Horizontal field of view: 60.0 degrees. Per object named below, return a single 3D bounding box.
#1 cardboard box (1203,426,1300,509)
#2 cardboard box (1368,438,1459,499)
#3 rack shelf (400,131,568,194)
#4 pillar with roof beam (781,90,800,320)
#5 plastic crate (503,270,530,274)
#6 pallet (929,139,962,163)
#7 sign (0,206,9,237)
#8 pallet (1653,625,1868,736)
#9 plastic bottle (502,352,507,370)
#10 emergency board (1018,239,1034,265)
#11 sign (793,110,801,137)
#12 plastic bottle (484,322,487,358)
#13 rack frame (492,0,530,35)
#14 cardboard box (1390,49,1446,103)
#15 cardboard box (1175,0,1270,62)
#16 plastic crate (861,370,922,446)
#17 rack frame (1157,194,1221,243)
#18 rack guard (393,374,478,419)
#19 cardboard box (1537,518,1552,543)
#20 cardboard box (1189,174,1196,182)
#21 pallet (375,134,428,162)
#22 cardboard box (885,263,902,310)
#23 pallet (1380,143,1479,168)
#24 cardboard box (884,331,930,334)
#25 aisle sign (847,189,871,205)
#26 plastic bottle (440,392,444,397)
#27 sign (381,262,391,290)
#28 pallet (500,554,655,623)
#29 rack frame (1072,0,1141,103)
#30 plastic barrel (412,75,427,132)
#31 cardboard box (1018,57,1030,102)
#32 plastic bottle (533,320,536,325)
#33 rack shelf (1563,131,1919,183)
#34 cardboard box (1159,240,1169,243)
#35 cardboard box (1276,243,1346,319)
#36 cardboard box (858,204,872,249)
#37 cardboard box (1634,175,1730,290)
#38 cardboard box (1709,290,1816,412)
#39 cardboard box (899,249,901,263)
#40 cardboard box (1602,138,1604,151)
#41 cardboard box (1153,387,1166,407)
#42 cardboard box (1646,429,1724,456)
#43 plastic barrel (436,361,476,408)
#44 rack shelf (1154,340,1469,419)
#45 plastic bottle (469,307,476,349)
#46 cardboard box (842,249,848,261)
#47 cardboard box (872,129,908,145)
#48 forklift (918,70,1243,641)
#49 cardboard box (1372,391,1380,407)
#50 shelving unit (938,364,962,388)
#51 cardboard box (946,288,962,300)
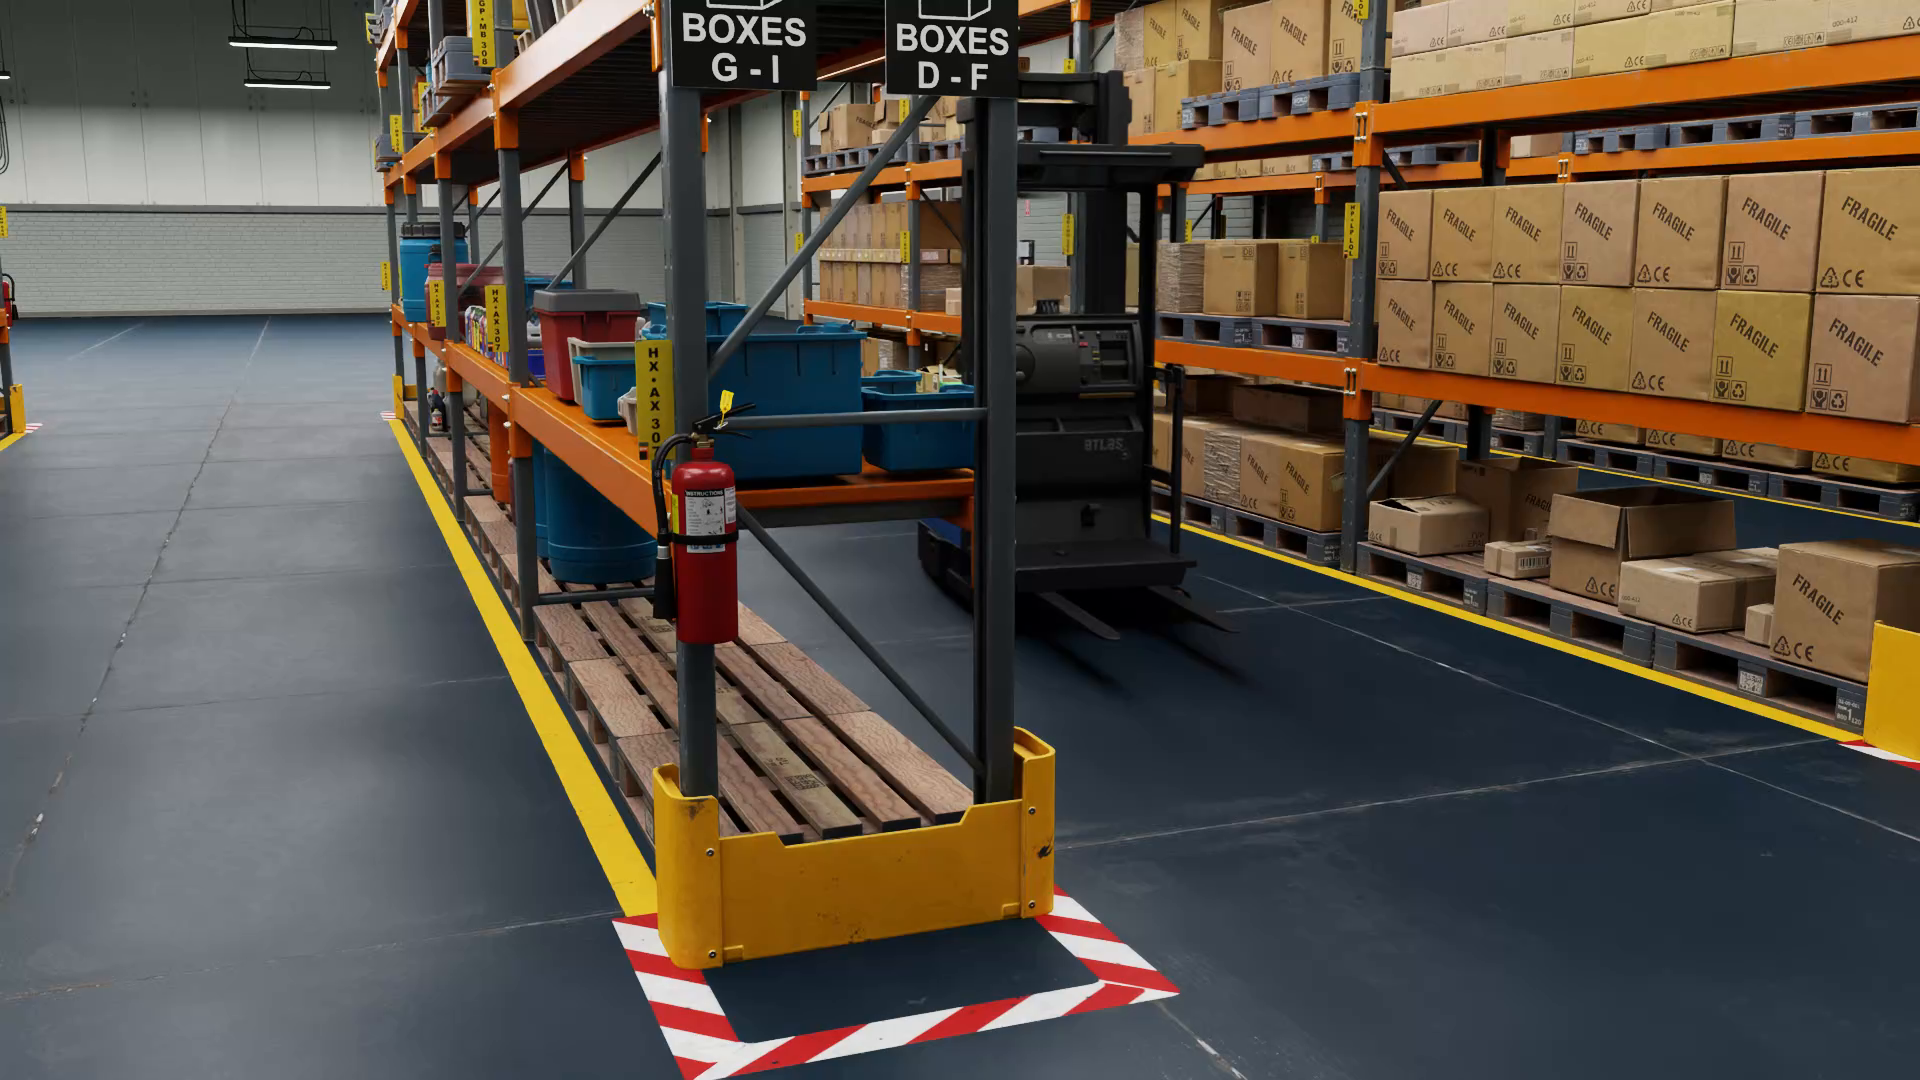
[{"bbox_3d":[2.047,-0.516,11.637,0.500,0.500,0.500,-4,11,-20],"label":"cardboard box"},{"bbox_3d":[2.898,-0.385,10.900,0.500,0.500,0.500,-4,11,-23],"label":"cardboard box"},{"bbox_3d":[-3.947,-3.093,13.731,1.077,0.370,4.000,-4,11,-21],"label":"rack shelf"},{"bbox_3d":[-8.537,-10.117,42.599,9.100,9.000,0.548,-4,11,-21],"label":"pillar with roof beam"},{"bbox_3d":[-4.211,-2.269,15.425,0.402,0.464,0.583,-4,11,-21],"label":"plastic crate"},{"bbox_3d":[0.278,-3.850,16.479,0.805,0.209,1.217,-4,11,-23],"label":"pallet"},{"bbox_3d":[-10.213,-3.393,17.720,0.100,0.325,0.005,-4,11,-21],"label":"sign"},{"bbox_3d":[3.978,0.579,7.564,1.003,0.211,1.213,-4,11,-21],"label":"pallet"},{"bbox_3d":[-2.532,-1.116,9.480,0.152,0.276,0.135,-4,11,-21],"label":"plastic bottle"},{"bbox_3d":[1.139,-4.904,30.425,0.194,1.169,0.643,-4,11,-21],"label":"emergency board"},{"bbox_3d":[-2.022,-5.175,20.662,0.100,0.325,0.005,-4,11,-21],"label":"sign"},{"bbox_3d":[-2.931,-1.280,10.419,0.097,0.271,0.097,0,10,0],"label":"plastic bottle"},{"bbox_3d":[-1.772,-3.944,7.900,1.000,3.000,0.127,-4,11,-21],"label":"rack frame"},{"bbox_3d":[2.791,-2.612,9.405,0.500,0.250,0.500,-4,11,-21],"label":"cardboard box"},{"bbox_3d":[1.918,-3.738,12.162,0.500,0.500,0.500,-4,11,-21],"label":"cardboard box"},{"bbox_3d":[-0.344,-0.454,5.712,0.416,0.233,0.300,-4,11,-21],"label":"plastic crate"},{"bbox_3d":[3.113,-3.578,22.971,1.000,3.000,0.127,-4,11,-21],"label":"rack frame"},{"bbox_3d":[-6.049,-1.709,19.603,1.175,0.500,0.348,-4,11,-21],"label":"rack guard"},{"bbox_3d":[3.588,0.000,9.276,0.500,0.311,0.500,-4,11,-21],"label":"cardboard box"},{"bbox_3d":[3.162,-4.954,21.797,0.500,0.500,0.500,-3,11,-17],"label":"cardboard box"},{"bbox_3d":[-5.024,-3.792,16.147,1.213,0.211,1.003,-4,11,-21],"label":"pallet"},{"bbox_3d":[-0.417,-2.817,18.408,0.700,0.500,0.500,-4,11,-21],"label":"cardboard box"},{"bbox_3d":[5.066,-4.033,17.499,1.213,0.211,1.003,-4,11,-21],"label":"pallet"},{"bbox_3d":[-0.655,-2.255,20.041,0.500,0.500,0.500,-4,11,-21],"label":"cardboard box"},{"bbox_3d":[-1.253,-4.573,21.138,0.394,0.787,0.004,-4,11,-21],"label":"aisle sign"},{"bbox_3d":[-5.316,-1.380,17.115,0.061,0.283,0.133,-4,11,-21],"label":"plastic bottle"},{"bbox_3d":[-6.635,-3.052,19.220,0.100,0.325,0.005,-4,11,-21],"label":"sign"},{"bbox_3d":[-2.013,0.253,9.392,1.003,0.211,1.213,-4,11,-21],"label":"pallet"},{"bbox_3d":[1.396,-4.911,13.334,1.000,3.000,0.127,-4,11,-21],"label":"rack frame"},{"bbox_3d":[-5.826,-4.773,18.699,0.600,0.830,0.708,-4,11,-21],"label":"plastic barrel"},{"bbox_3d":[0.361,-4.395,16.084,0.500,0.500,0.500,-3,10,-15],"label":"cardboard box"},{"bbox_3d":[-2.422,-1.124,9.542,0.097,0.271,0.097,0,10,0],"label":"plastic bottle"},{"bbox_3d":[6.737,-3.069,13.595,1.077,0.370,4.000,-4,11,-21],"label":"rack shelf"},{"bbox_3d":[3.006,-3.786,22.372,0.500,0.500,0.500,-4,11,-21],"label":"cardboard box"},{"bbox_3d":[2.574,-1.760,11.266,0.700,0.500,0.500,-2,10,-12],"label":"cardboard box"},{"bbox_3d":[-0.766,-3.616,19.194,0.700,0.500,0.500,-4,11,-21],"label":"cardboard box"},{"bbox_3d":[3.502,-1.415,7.670,0.500,0.500,0.500,-4,11,-19],"label":"cardboard box"},{"bbox_3d":[3.688,-0.841,7.298,0.500,0.500,0.500,-4,11,-20],"label":"cardboard box"},{"bbox_3d":[-0.439,-3.050,17.865,0.380,0.149,0.250,-4,11,-22],"label":"cardboard box"},{"bbox_3d":[5.965,-3.940,16.100,0.500,0.500,0.500,-4,11,-21],"label":"cardboard box"},{"bbox_3d":[1.480,-1.191,14.600,0.500,0.311,0.500,-4,11,-19],"label":"cardboard box"},{"bbox_3d":[6.468,-1.149,14.254,0.750,0.750,0.750,-4,11,-21],"label":"cardboard box"},{"bbox_3d":[-5.629,-1.747,18.581,0.421,0.512,0.421,0,10,0],"label":"plastic barrel"},{"bbox_3d":[2.121,-1.277,12.087,1.077,0.370,4.000,-4,11,-21],"label":"rack shelf"},{"bbox_3d":[-3.290,-1.439,11.276,0.061,0.283,0.133,-4,11,-21],"label":"plastic bottle"},{"bbox_3d":[-1.186,-3.386,19.751,0.380,0.149,0.250,-4,11,-23],"label":"cardboard box"},{"bbox_3d":[-0.745,-4.419,18.250,0.380,0.149,0.250,-4,11,-21],"label":"cardboard box"},{"bbox_3d":[0.611,-1.041,8.901,1.130,2.935,3.031,-3,10,-15],"label":"forklift"},{"bbox_3d":[4.845,-1.792,18.812,0.700,0.500,0.500,-4,11,-19],"label":"cardboard box"},{"bbox_3d":[0.060,-0.564,11.163,0.258,1.200,0.503,-4,11,-21],"label":"shelving unit"},{"bbox_3d":[0.166,-2.459,17.107,0.500,0.250,0.500,-3,11,-17],"label":"cardboard box"}]
